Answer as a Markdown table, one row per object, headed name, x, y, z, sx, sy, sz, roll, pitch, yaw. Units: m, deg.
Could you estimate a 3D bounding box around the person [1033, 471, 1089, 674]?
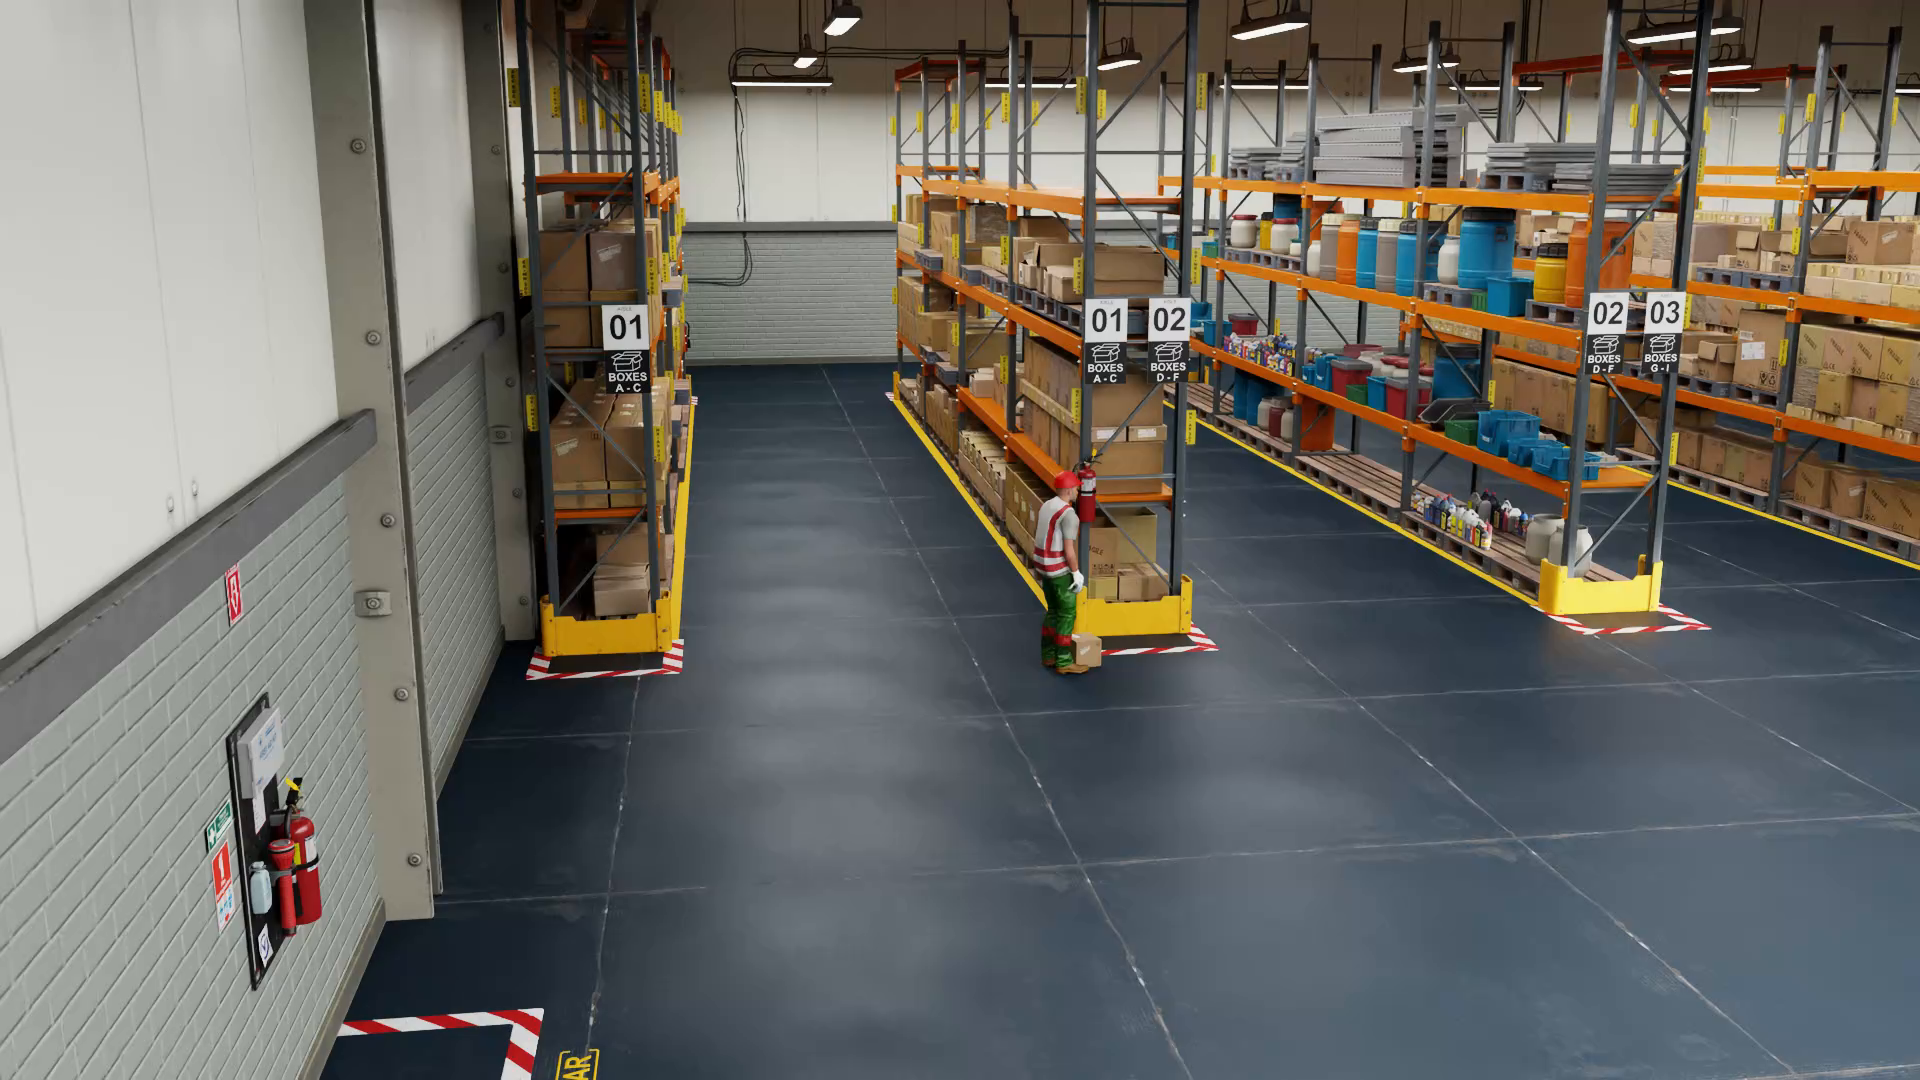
| name | x | y | z | sx | sy | sz | roll | pitch | yaw |
| --- | --- | --- | --- | --- | --- | --- | --- | --- | --- |
| person | 0.896 | 0.271 | 14.775 | 0.446 | 1.780 | 0.620 | -6 | 14 | -23 |
